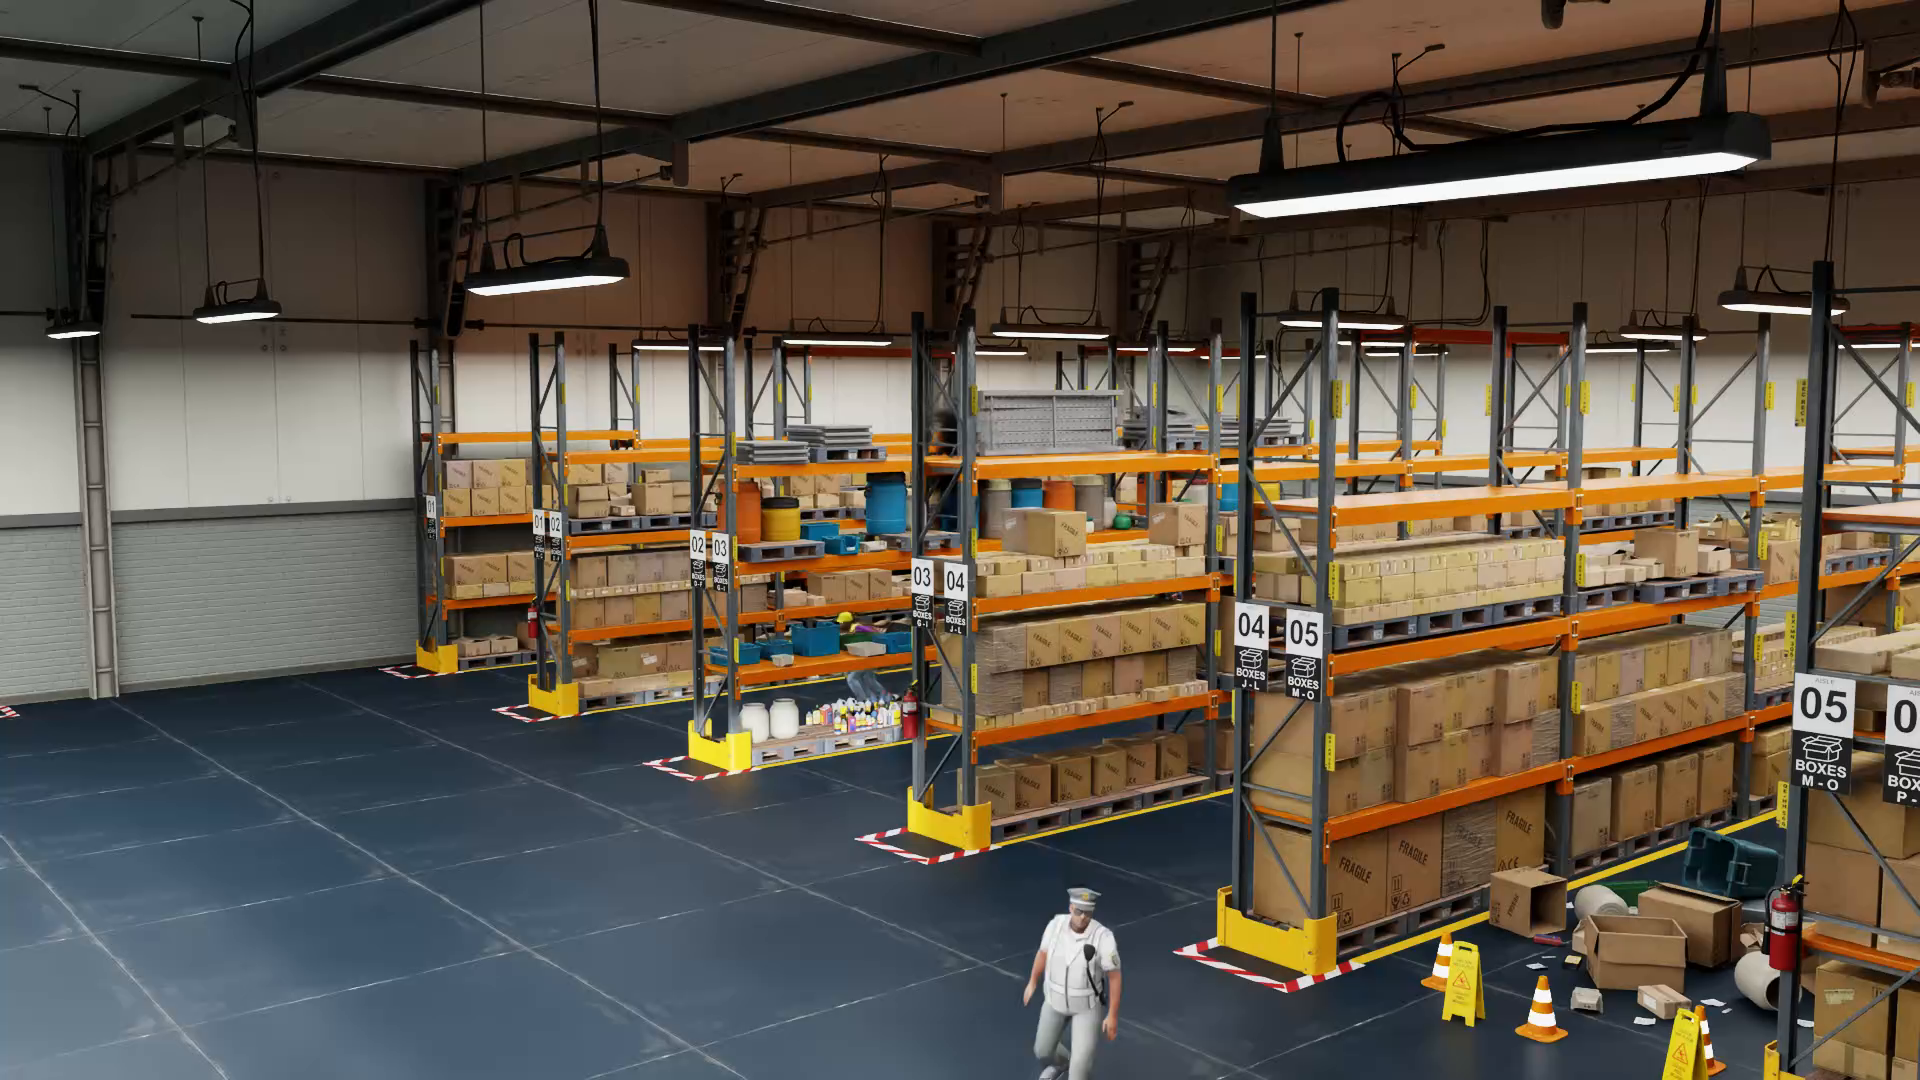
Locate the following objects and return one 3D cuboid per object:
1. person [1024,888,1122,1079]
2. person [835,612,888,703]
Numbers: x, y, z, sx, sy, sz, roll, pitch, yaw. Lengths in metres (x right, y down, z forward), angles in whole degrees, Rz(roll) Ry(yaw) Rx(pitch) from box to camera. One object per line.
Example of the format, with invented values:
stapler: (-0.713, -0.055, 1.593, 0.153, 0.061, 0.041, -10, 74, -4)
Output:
person: (0.816, 3.226, 11.802, 0.743, 1.699, 0.728, 2, 6, 17)
person: (-1.499, 1.949, 26.158, 0.962, 1.675, 0.741, -2, 6, -22)
